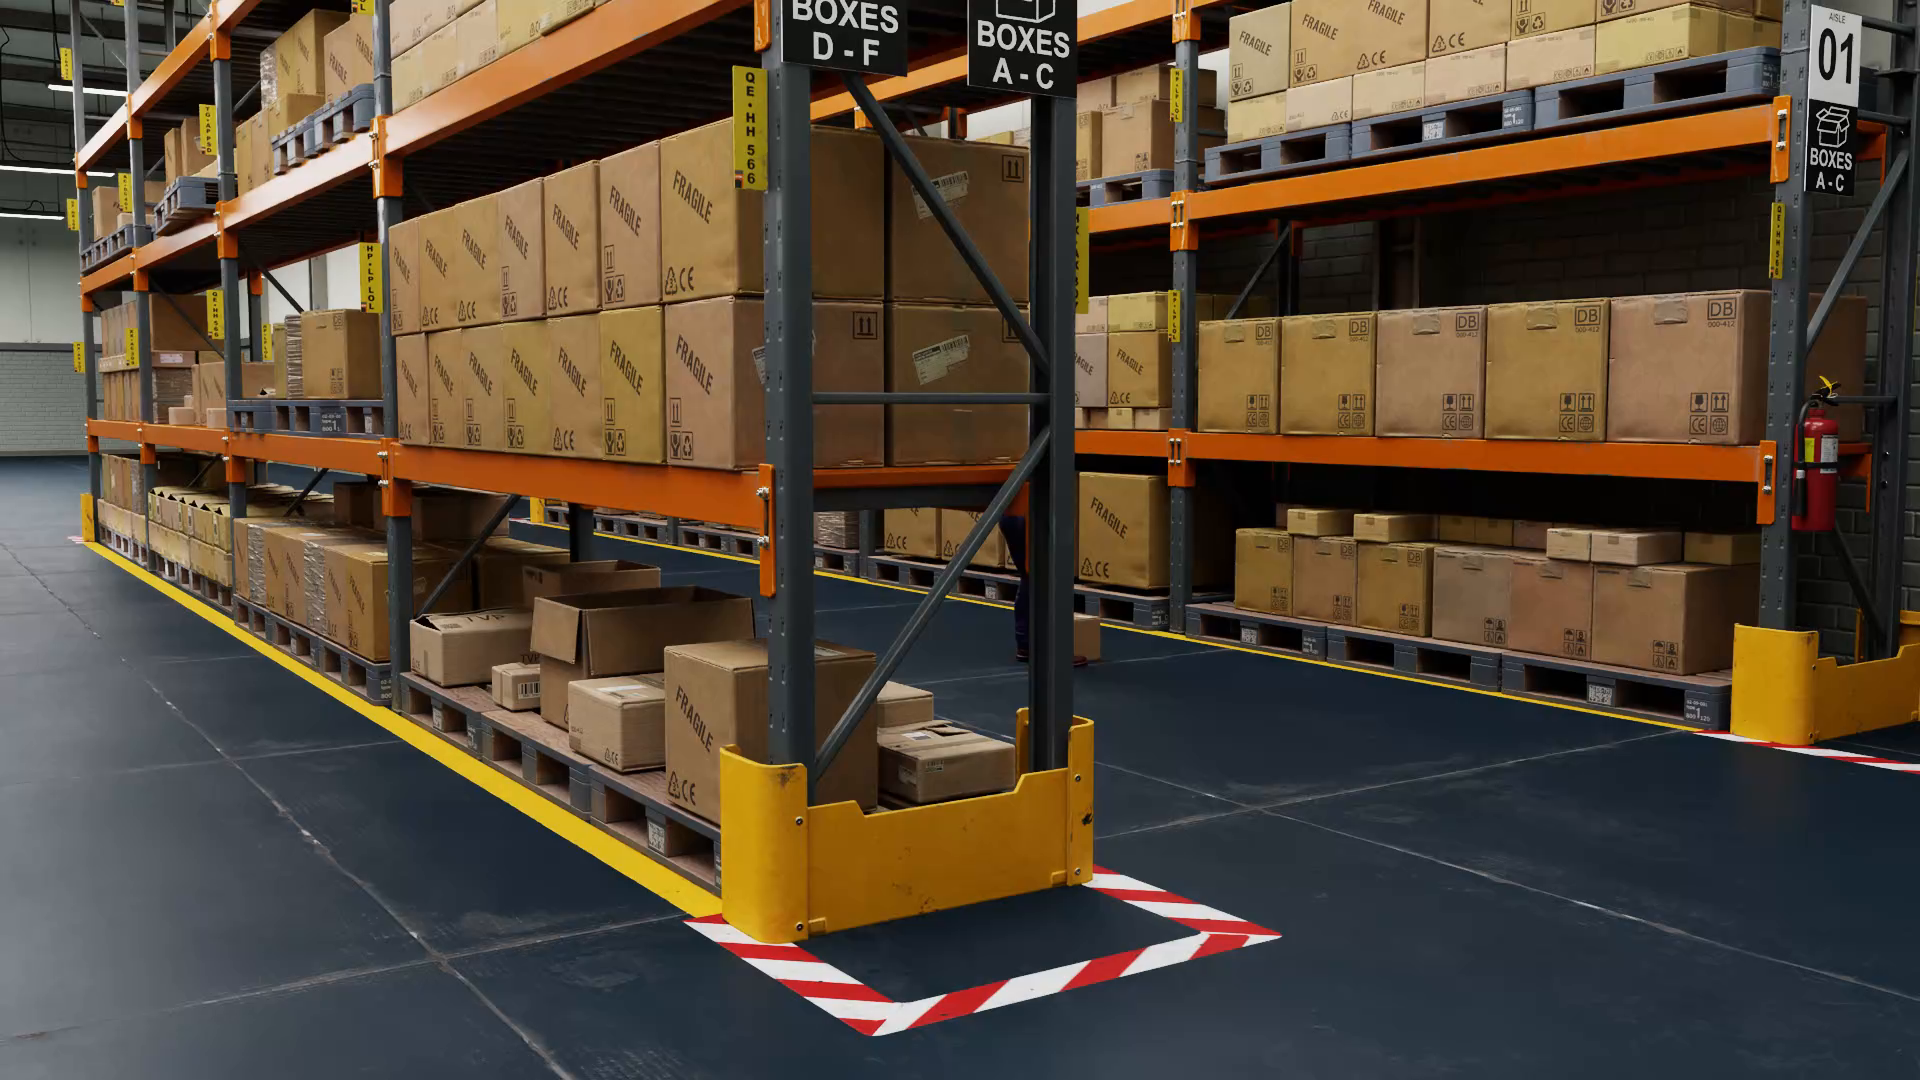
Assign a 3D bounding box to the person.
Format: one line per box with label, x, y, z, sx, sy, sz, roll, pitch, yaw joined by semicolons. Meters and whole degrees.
person;0.468;-0.117;9.531;0.416;1.652;0.553;-3;6;-35
